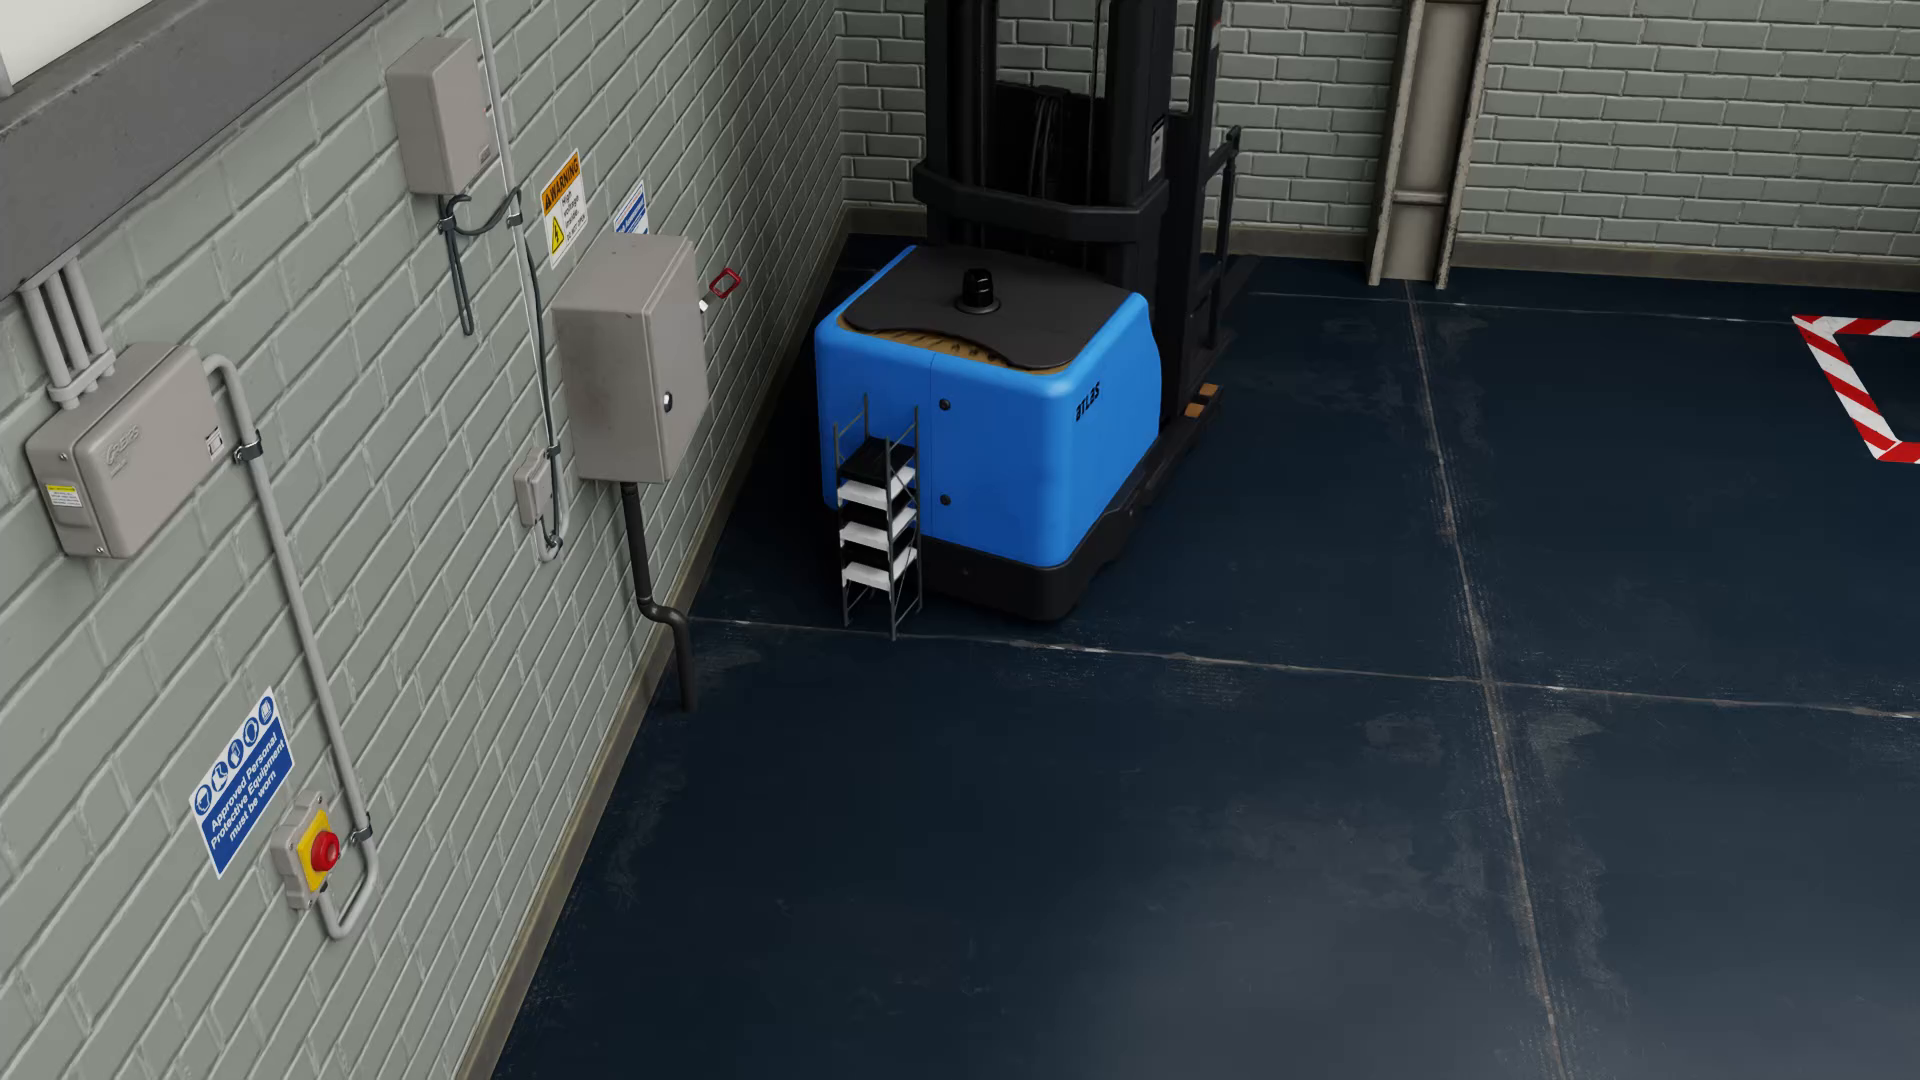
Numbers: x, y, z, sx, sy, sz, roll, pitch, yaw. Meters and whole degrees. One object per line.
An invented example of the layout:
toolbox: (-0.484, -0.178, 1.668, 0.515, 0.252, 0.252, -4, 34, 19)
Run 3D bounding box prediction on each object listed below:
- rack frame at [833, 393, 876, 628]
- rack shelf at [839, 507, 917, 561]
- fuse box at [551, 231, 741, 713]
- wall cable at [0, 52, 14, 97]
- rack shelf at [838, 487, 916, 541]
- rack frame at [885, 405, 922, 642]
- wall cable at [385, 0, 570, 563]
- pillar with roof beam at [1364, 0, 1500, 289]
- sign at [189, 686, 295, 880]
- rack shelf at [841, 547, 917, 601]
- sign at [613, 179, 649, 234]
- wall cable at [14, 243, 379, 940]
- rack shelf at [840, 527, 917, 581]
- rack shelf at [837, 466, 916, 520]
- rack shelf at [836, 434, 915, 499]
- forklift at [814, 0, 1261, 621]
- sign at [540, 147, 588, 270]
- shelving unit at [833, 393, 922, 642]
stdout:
rack frame: (-0.384, -0.097, 6.111, 0.006, 0.900, 0.240, 16, 39, 21)
rack shelf: (-0.292, -0.044, 6.094, 0.200, 0.077, 0.258, 16, 39, 21)
fuse box: (-0.928, -0.115, 5.438, 0.414, 1.711, 0.539, 4, 36, 6)
wall cable: (-1.422, -1.736, 1.437, 0.029, 3.000, 0.463, 4, 36, 6)
rack shelf: (-0.292, -0.117, 6.042, 0.200, 0.077, 0.258, 16, 39, 21)
rack frame: (-0.201, -0.046, 6.039, 0.006, 0.900, 0.240, 16, 39, 21)
wall cable: (-1.171, -0.671, 4.234, 0.122, 1.984, 0.588, 4, 36, 6)
pillar with roof beam: (1.776, -2.576, 2.614, 0.400, 9.000, 9.100, 4, 36, 6)
sign: (-1.407, 0.474, 3.272, 0.001, 0.218, 0.327, 4, 36, 6)
rack shelf: (-0.292, 0.102, 6.199, 0.200, 0.077, 0.258, 16, 39, 21)
sign: (-1.070, -0.900, 5.511, 0.001, 0.494, 0.329, 4, 36, 6)
wall cable: (-1.340, 0.134, 3.078, 0.123, 1.953, 0.585, 4, 36, 6)
rack shelf: (-0.292, 0.029, 6.147, 0.200, 0.077, 0.258, 16, 39, 21)
rack shelf: (-0.293, -0.191, 5.989, 0.200, 0.077, 0.258, 16, 39, 21)
rack shelf: (-0.293, -0.264, 5.937, 0.200, 0.077, 0.258, 16, 39, 21)
forklift: (0.550, -1.735, 6.657, 1.130, 2.935, 3.031, 16, 38, 21)
sign: (-1.140, -0.959, 4.800, 0.001, 0.242, 0.339, 4, 36, 6)
shelving unit: (-0.292, -0.071, 6.075, 0.210, 0.900, 0.258, 16, 39, 21)
